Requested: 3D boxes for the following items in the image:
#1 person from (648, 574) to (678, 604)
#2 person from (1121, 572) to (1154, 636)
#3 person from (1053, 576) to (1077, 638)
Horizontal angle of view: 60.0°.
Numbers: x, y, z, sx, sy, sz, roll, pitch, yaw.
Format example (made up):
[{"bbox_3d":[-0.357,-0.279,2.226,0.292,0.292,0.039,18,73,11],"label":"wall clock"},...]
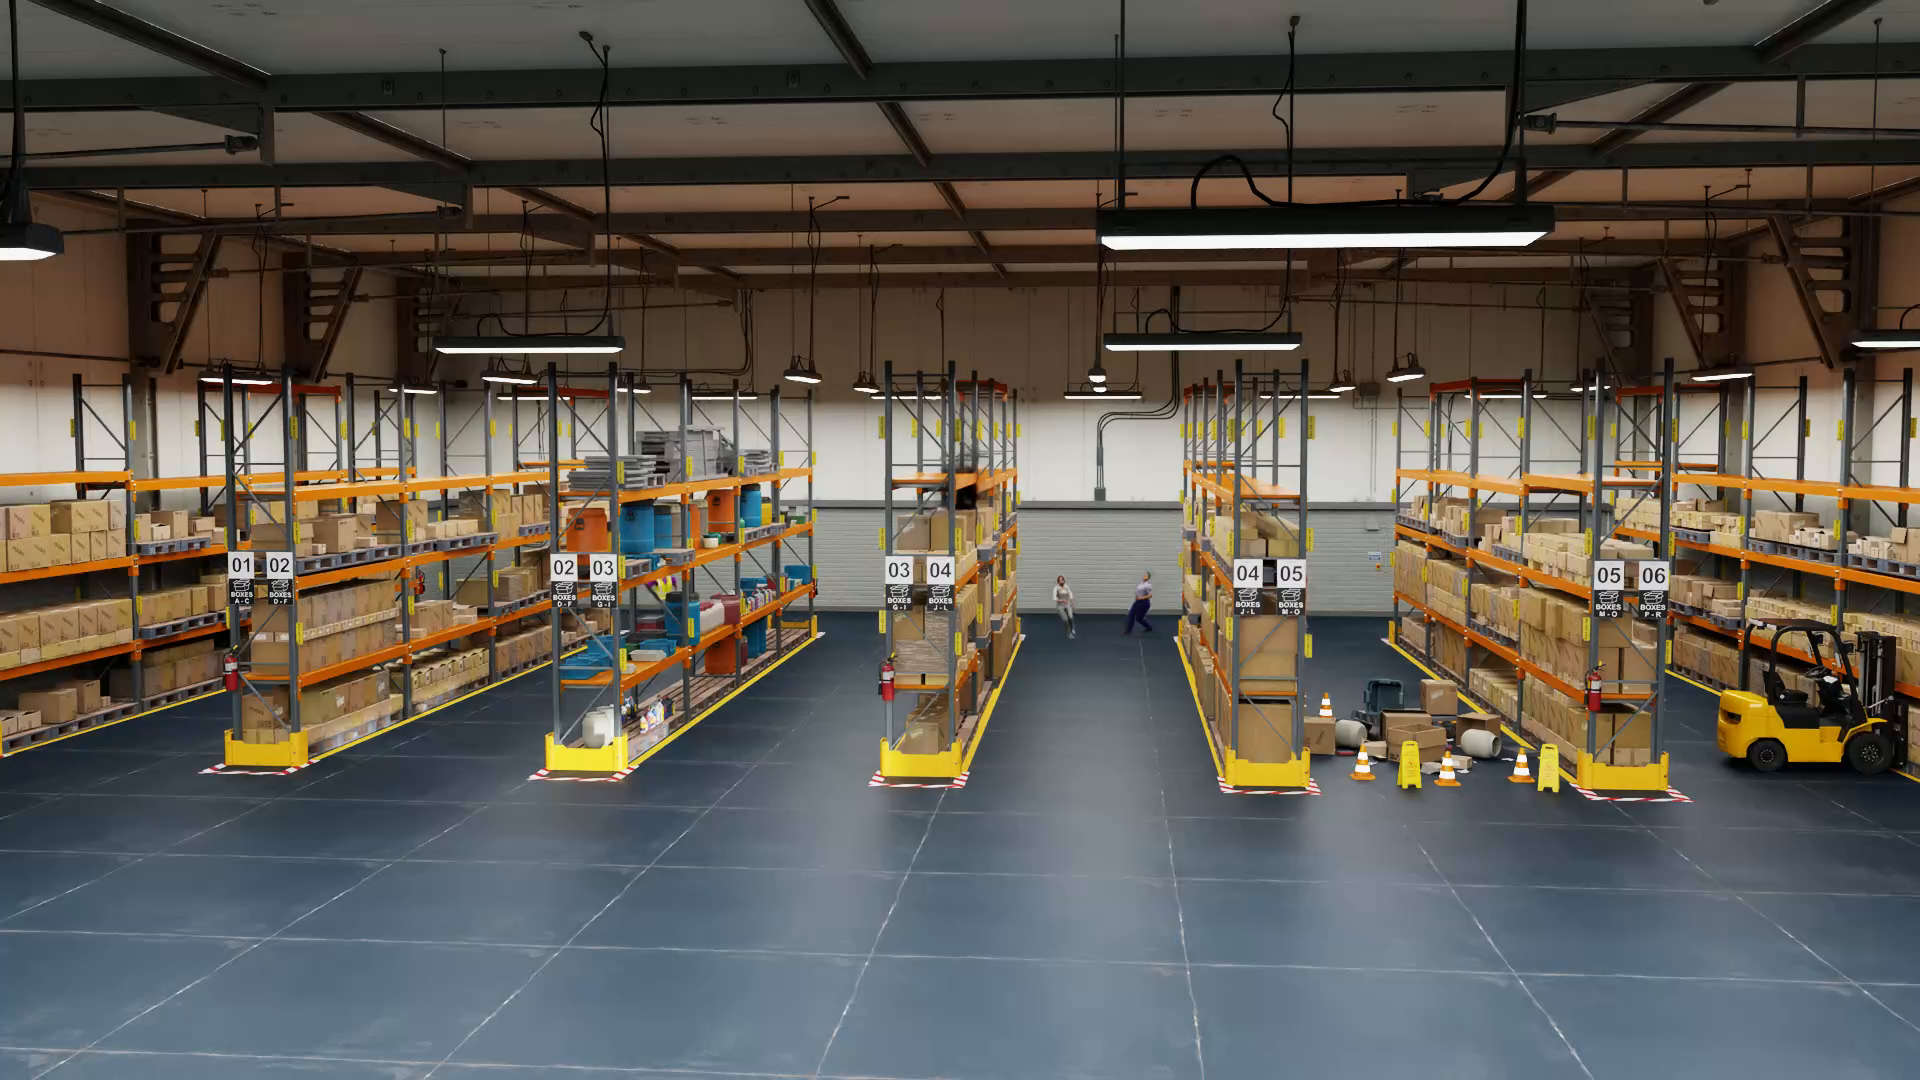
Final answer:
[{"bbox_3d":[-7.263,1.458,40.956,0.702,1.770,0.690,-3,5,-39],"label":"person"},{"bbox_3d":[4.382,1.559,40.454,0.756,1.601,0.732,-1,4,-18],"label":"person"},{"bbox_3d":[2.512,1.609,39.780,0.594,1.524,0.514,-1,4,-11],"label":"person"}]
